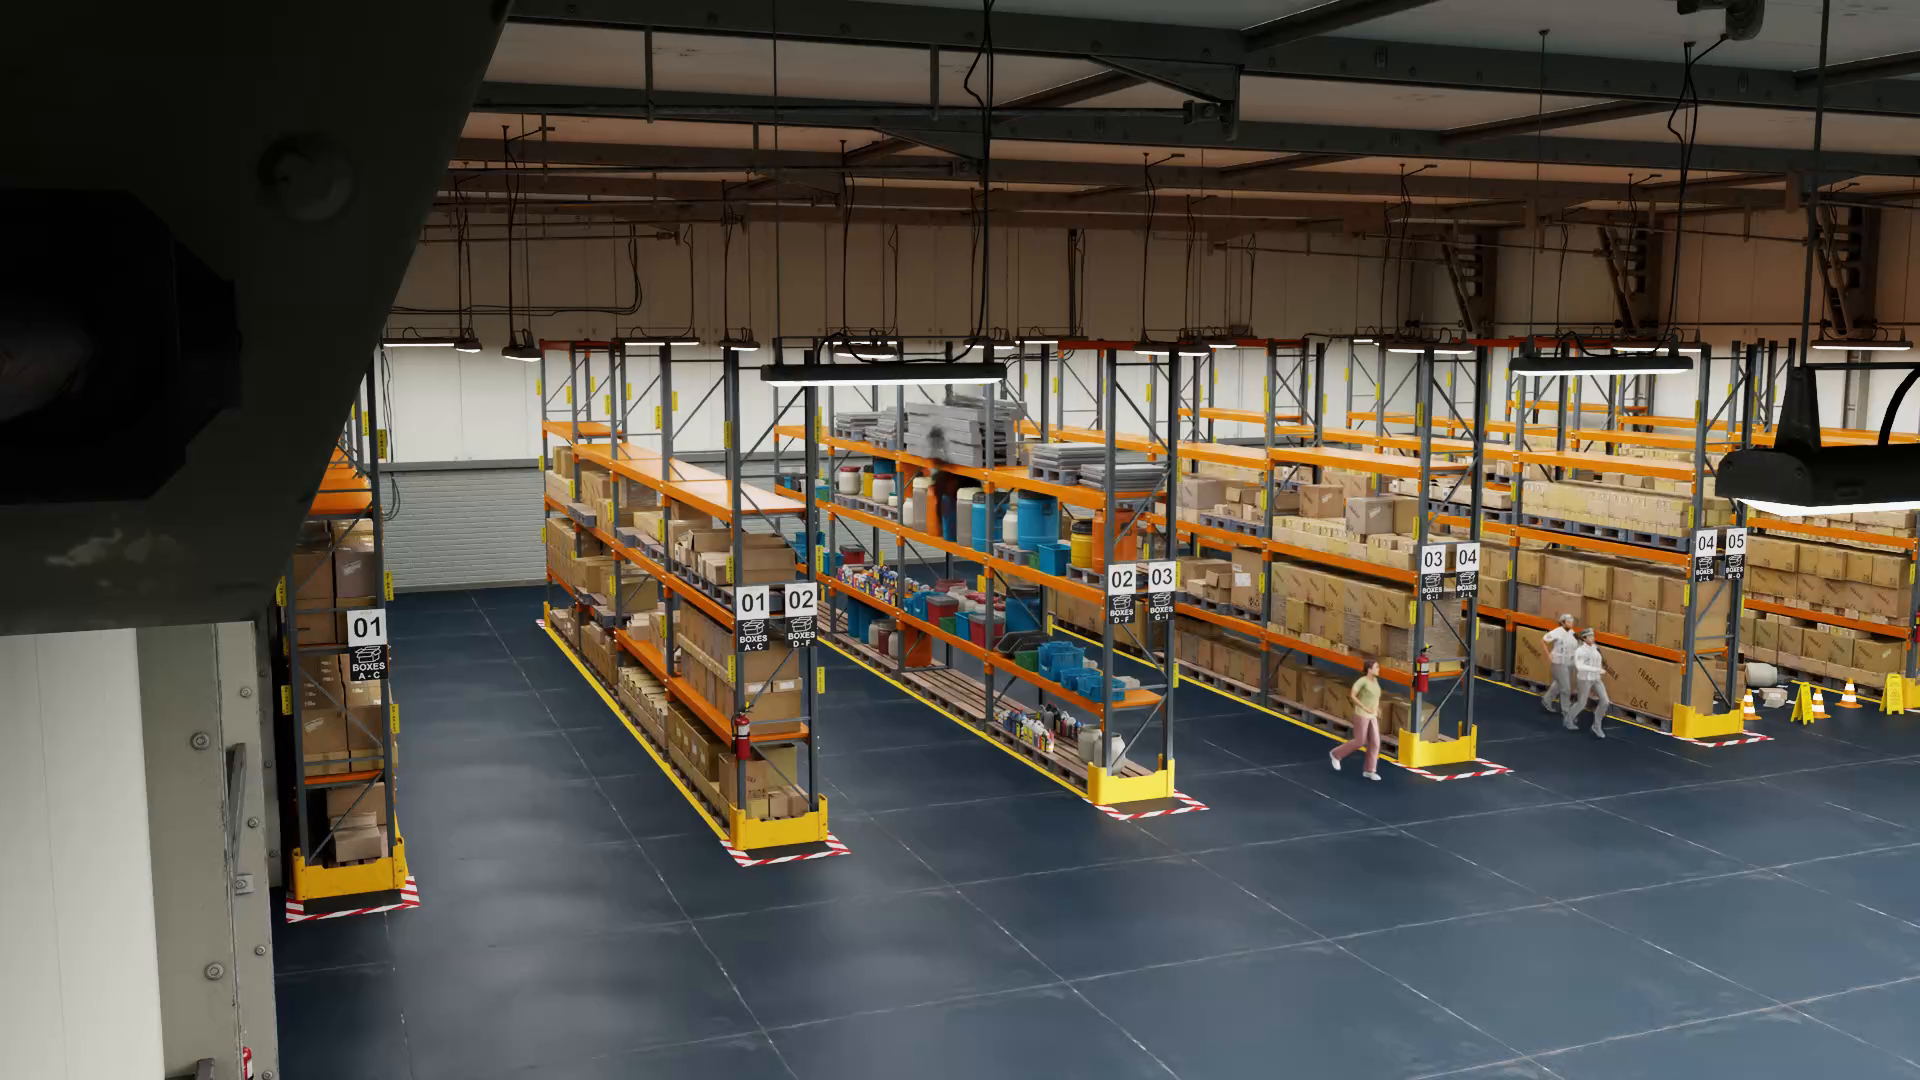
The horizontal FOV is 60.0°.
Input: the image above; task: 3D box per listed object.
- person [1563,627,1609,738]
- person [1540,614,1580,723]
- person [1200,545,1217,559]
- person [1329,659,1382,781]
[{"bbox_3d":[9.699,2.187,25.672,0.618,1.724,0.733,-4,8,-28],"label":"person"},{"bbox_3d":[9.715,2.021,26.779,0.599,1.701,0.788,-5,9,-33],"label":"person"},{"bbox_3d":[6.219,0.080,41.515,0.676,1.723,0.730,4,8,25],"label":"person"},{"bbox_3d":[5.704,2.482,23.397,0.649,1.646,0.821,-7,10,-42],"label":"person"}]
